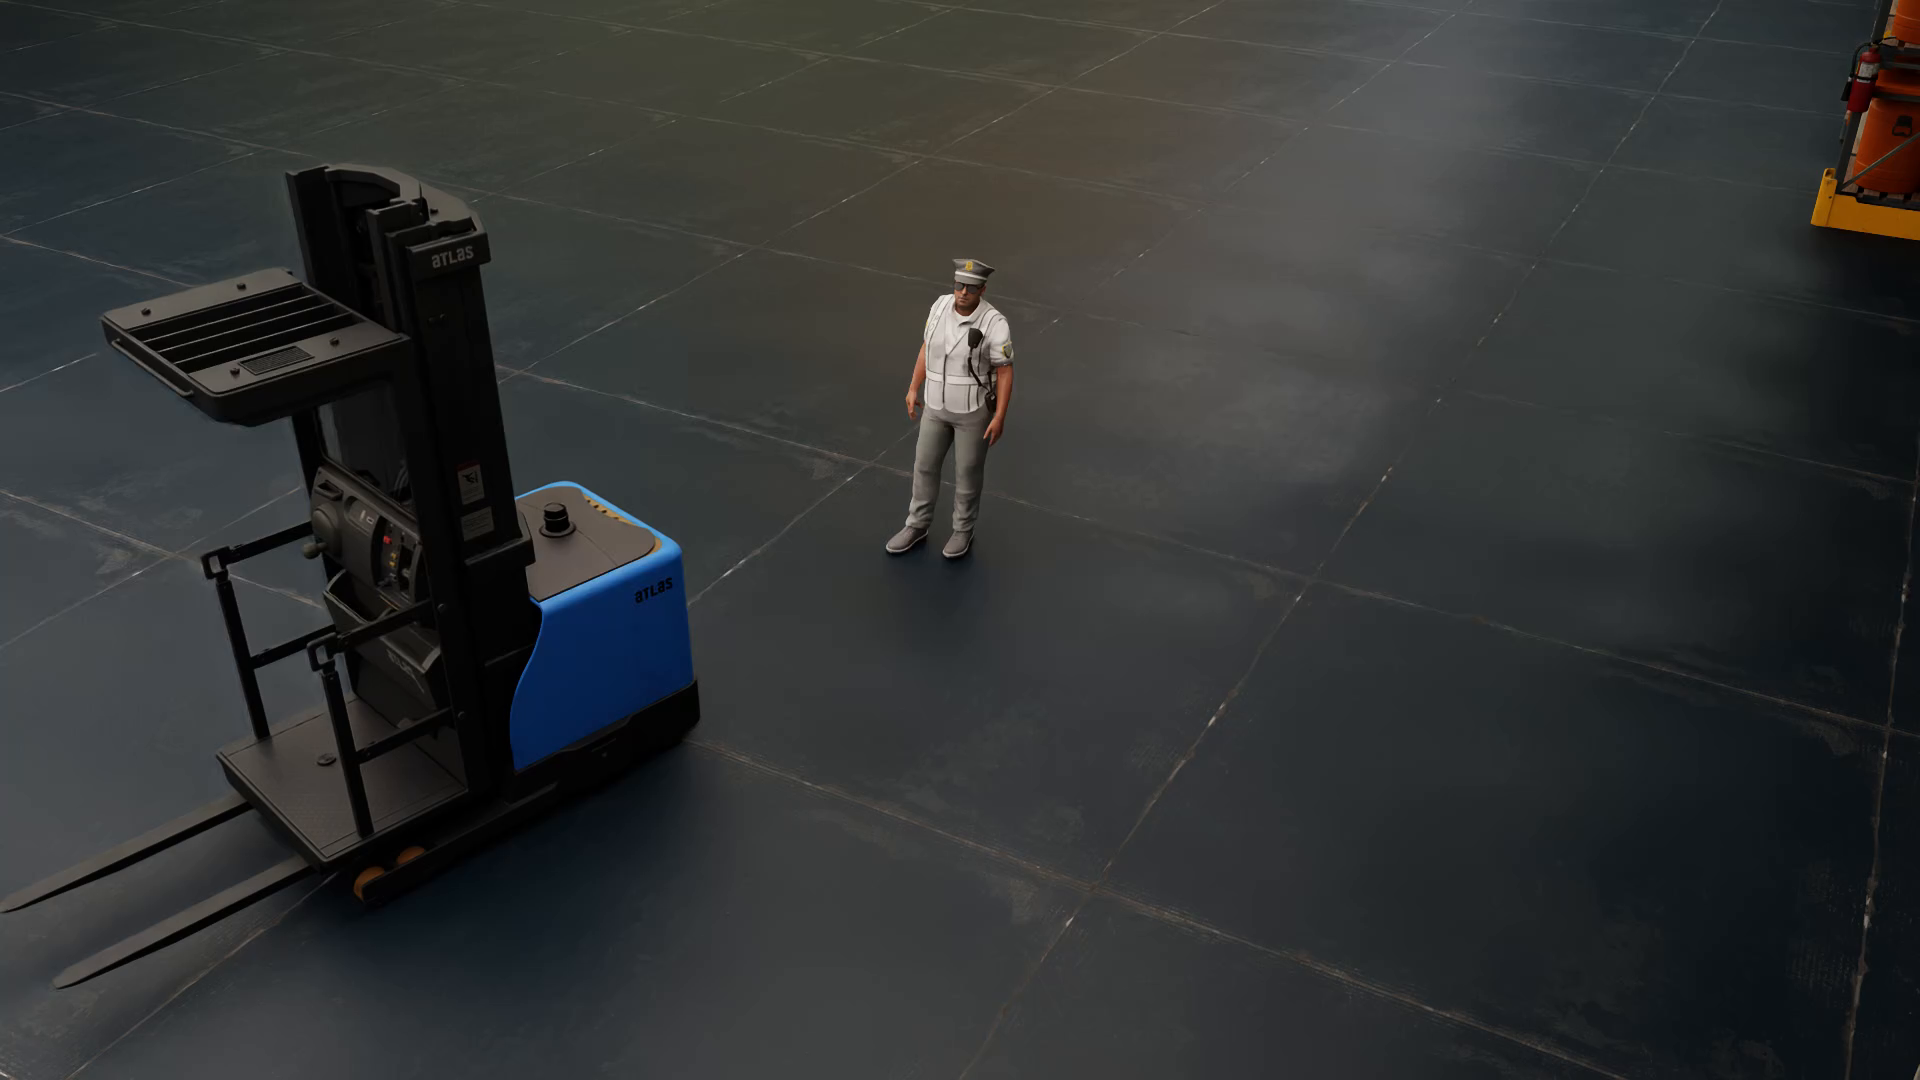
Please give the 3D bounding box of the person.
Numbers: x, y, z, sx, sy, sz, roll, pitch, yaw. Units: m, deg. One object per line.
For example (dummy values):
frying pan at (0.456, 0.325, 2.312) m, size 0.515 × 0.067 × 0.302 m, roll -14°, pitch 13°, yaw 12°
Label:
person at (-0.048, -0.746, 9.501) m, size 0.640 × 1.778 × 0.575 m, roll 15°, pitch 33°, yaw 25°

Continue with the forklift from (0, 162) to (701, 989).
forklift at (-2.698, 0.031, 7.018) m, size 3.031 × 2.935 × 1.130 m, roll -26°, pitch 39°, yaw -38°
